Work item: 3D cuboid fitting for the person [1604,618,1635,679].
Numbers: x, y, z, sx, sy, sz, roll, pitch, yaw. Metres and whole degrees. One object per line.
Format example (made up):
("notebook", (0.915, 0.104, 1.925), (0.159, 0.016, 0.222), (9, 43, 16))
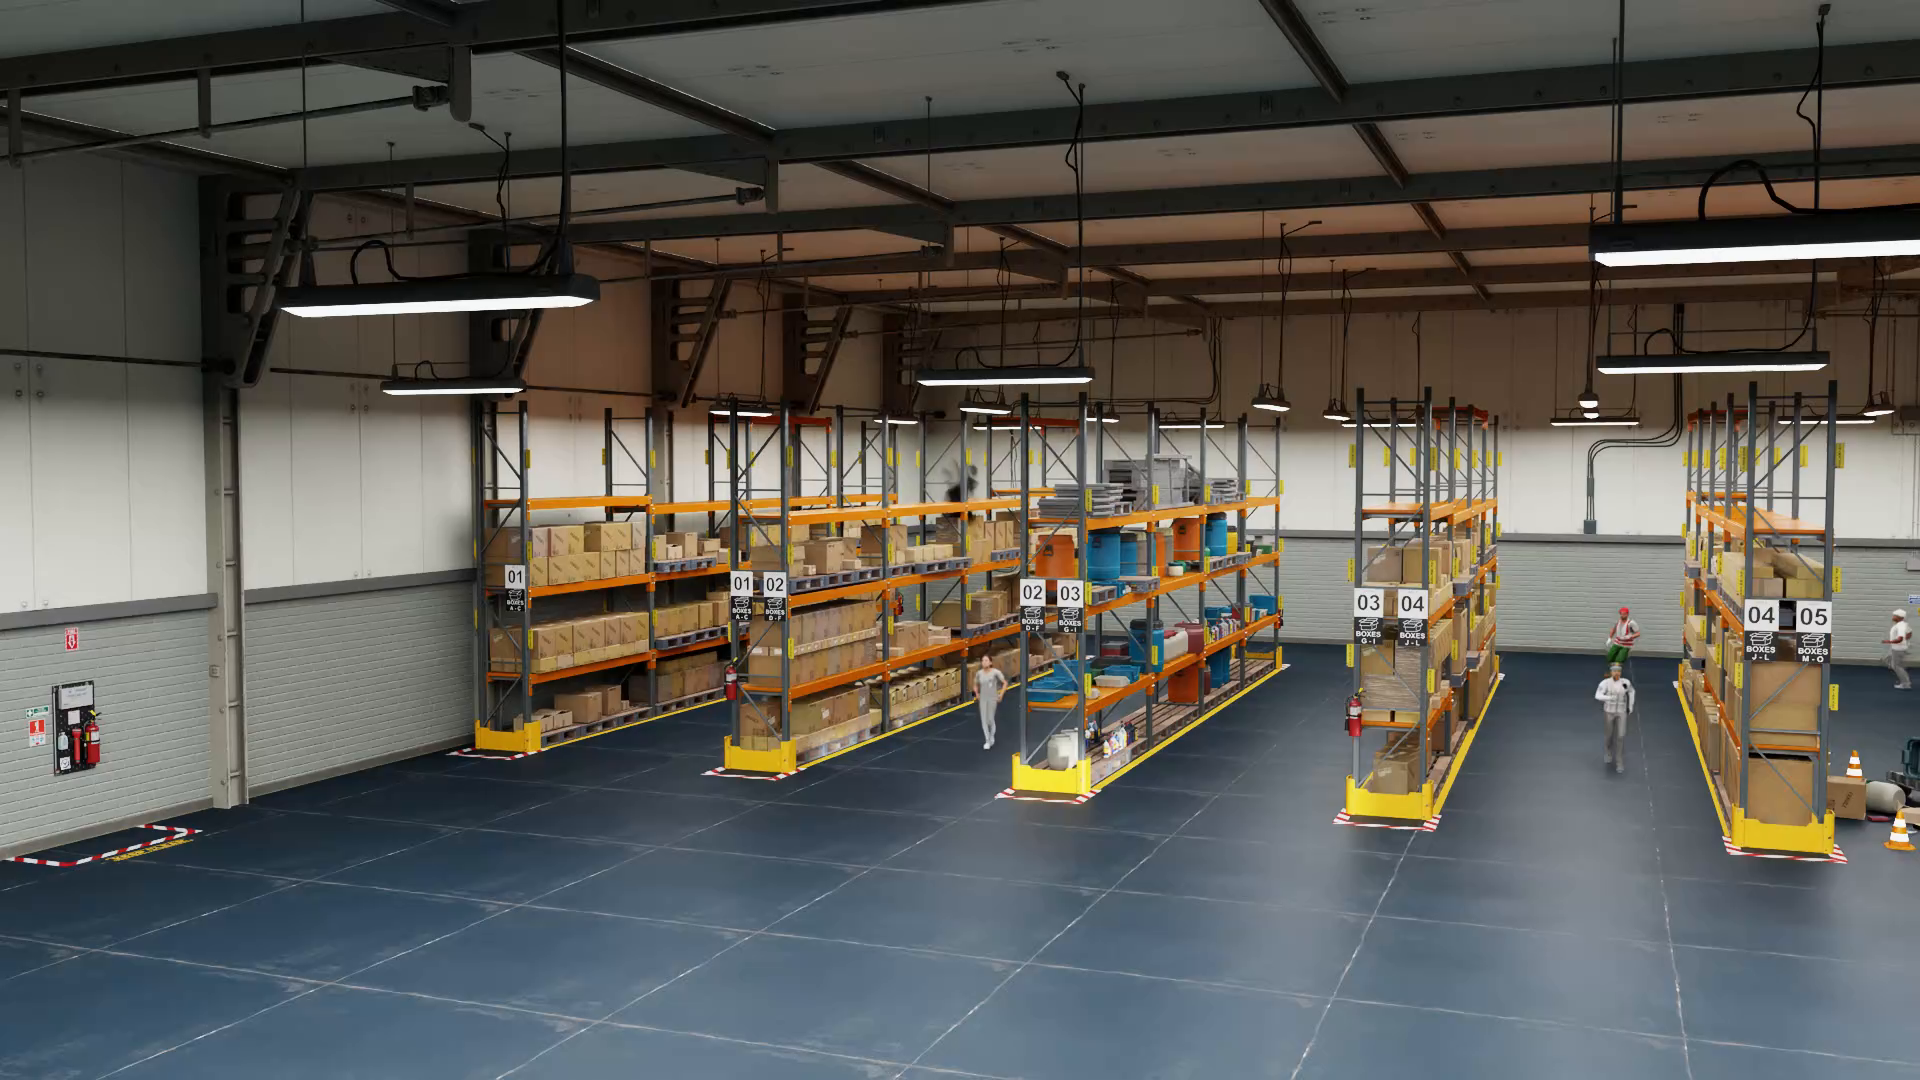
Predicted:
("person", (14.673, 2.457, 37.193), (0.670, 1.482, 0.768), (-2, 4, -40))

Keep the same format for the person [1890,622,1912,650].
("person", (20.510, 2.089, 36.238), (0.408, 0.619, 0.667), (2, 3, 28))

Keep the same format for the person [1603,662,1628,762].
("person", (10.630, 2.763, 27.000), (0.370, 1.601, 0.663), (1, 3, 17))

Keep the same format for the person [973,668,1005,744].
("person", (0.469, 2.880, 28.692), (0.539, 1.322, 0.531), (1, 3, 17))

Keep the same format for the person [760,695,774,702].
("person", (-3.549, 2.600, 31.099), (0.686, 1.792, 0.839), (1, 3, 18))
